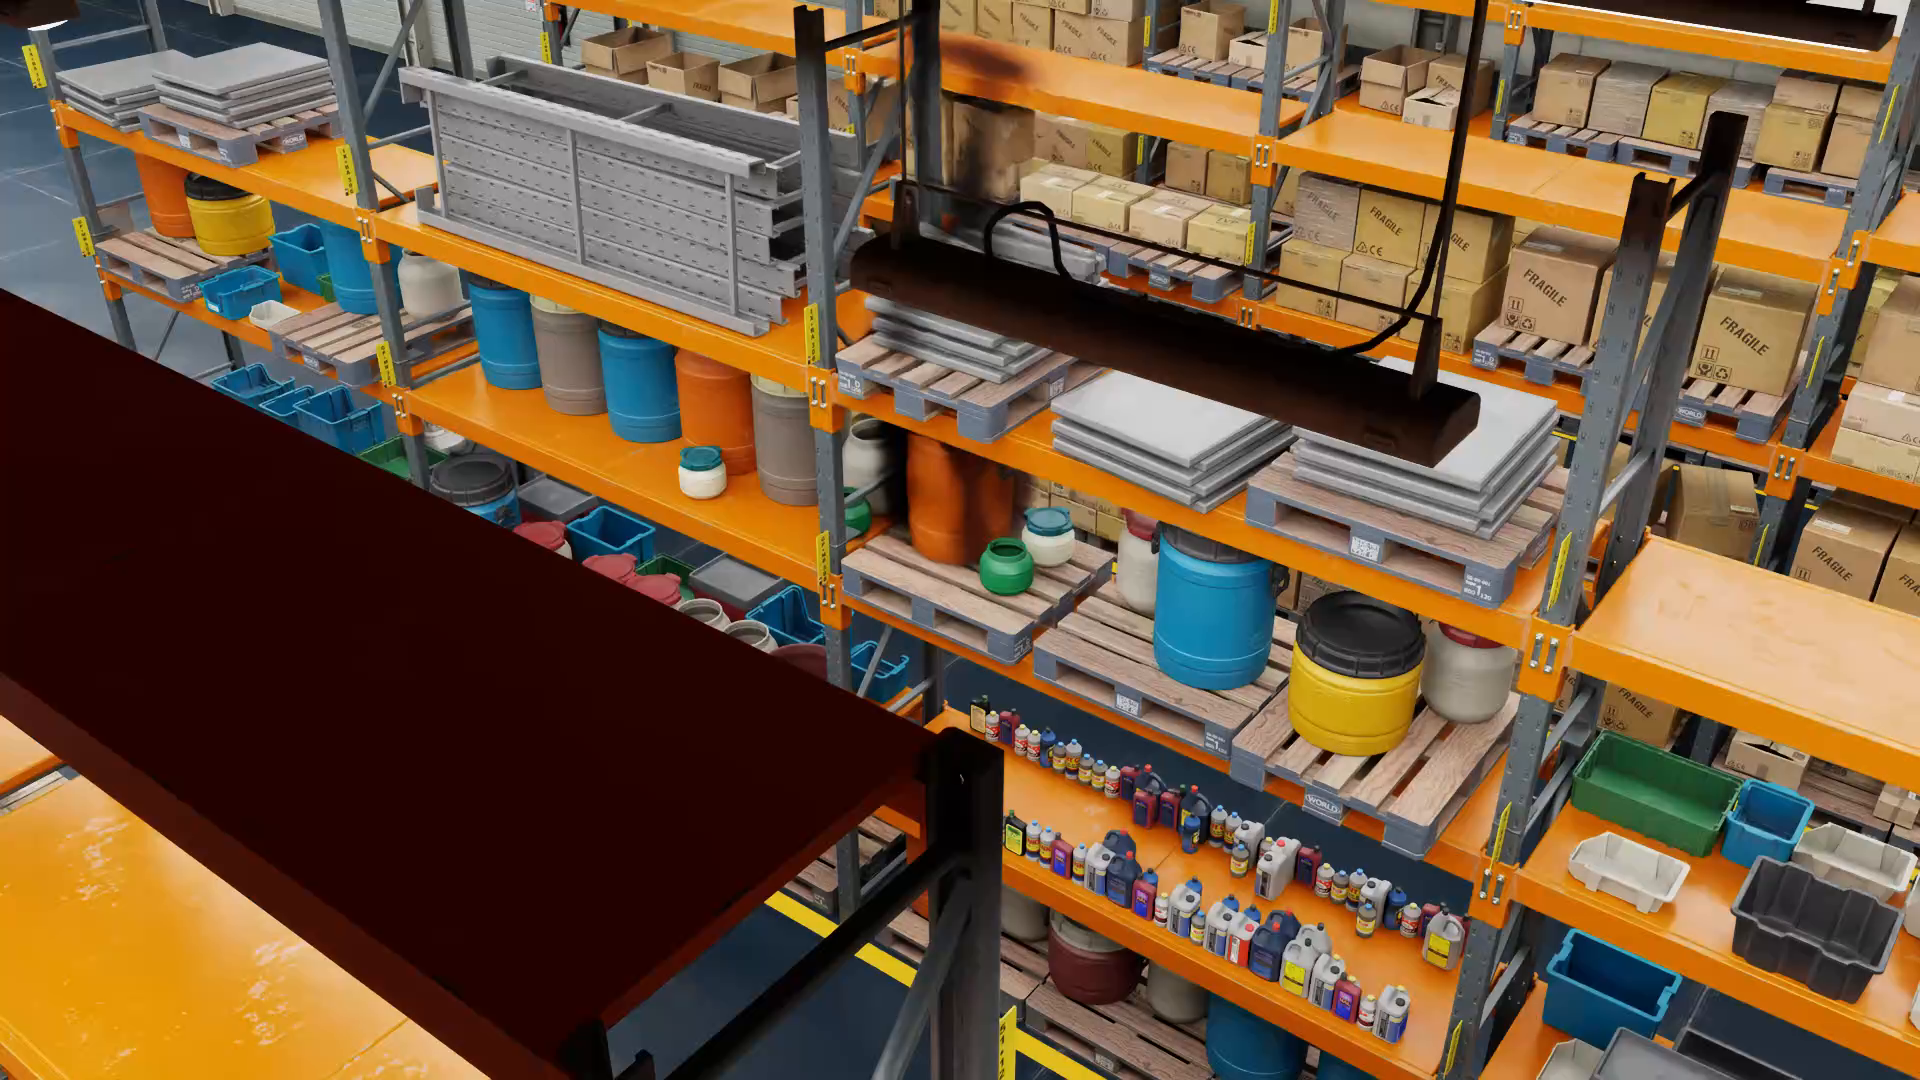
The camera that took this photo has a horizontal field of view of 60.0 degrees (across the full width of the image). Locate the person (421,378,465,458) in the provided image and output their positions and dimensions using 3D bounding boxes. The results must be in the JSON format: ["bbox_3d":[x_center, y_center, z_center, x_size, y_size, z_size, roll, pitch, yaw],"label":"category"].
[{"bbox_3d":[-4.711,-0.912,15.217,0.661,1.645,0.592,-26,40,-36],"label":"person"}]
